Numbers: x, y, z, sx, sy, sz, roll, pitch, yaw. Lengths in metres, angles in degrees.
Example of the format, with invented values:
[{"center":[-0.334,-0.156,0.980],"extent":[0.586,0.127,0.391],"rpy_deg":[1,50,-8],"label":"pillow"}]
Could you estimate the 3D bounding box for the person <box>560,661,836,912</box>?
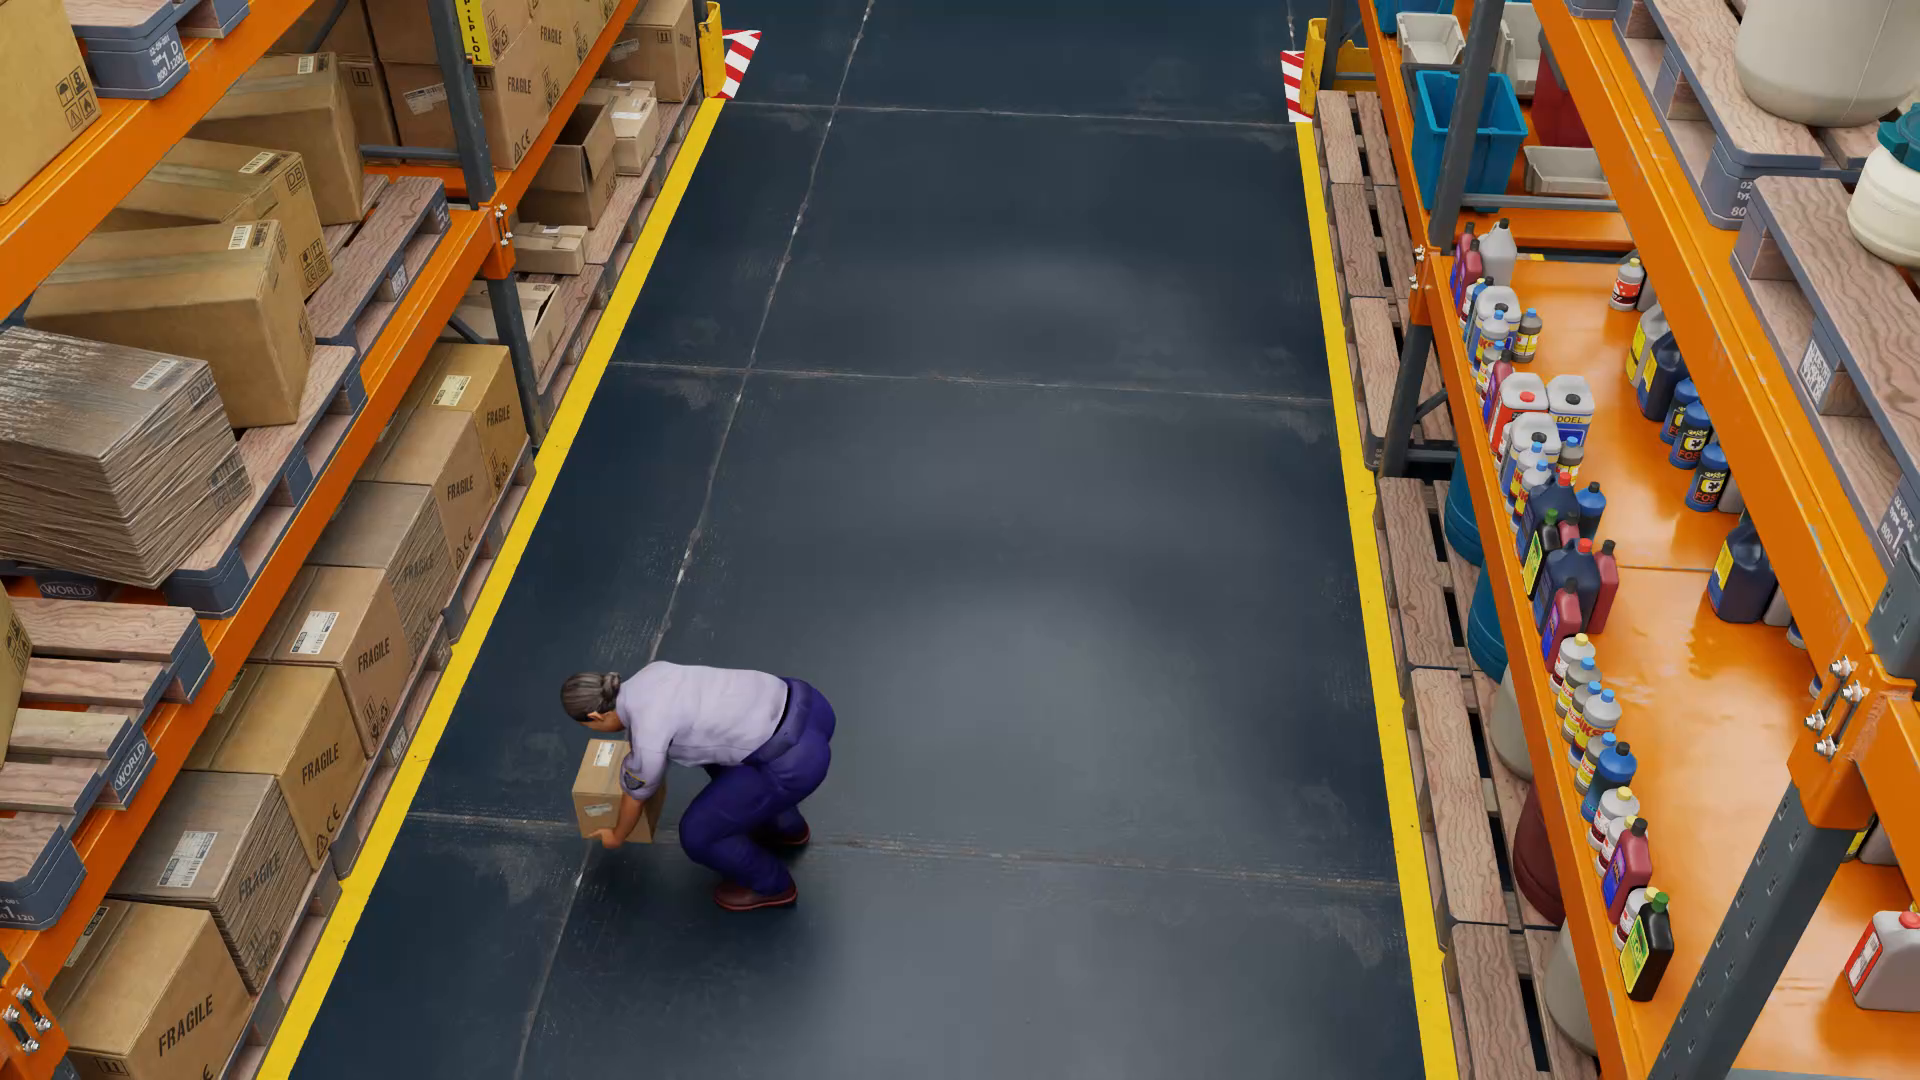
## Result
[{"center":[-0.872,0.813,5.735],"extent":[0.892,0.972,0.520],"rpy_deg":[1,40,2],"label":"person"}]
